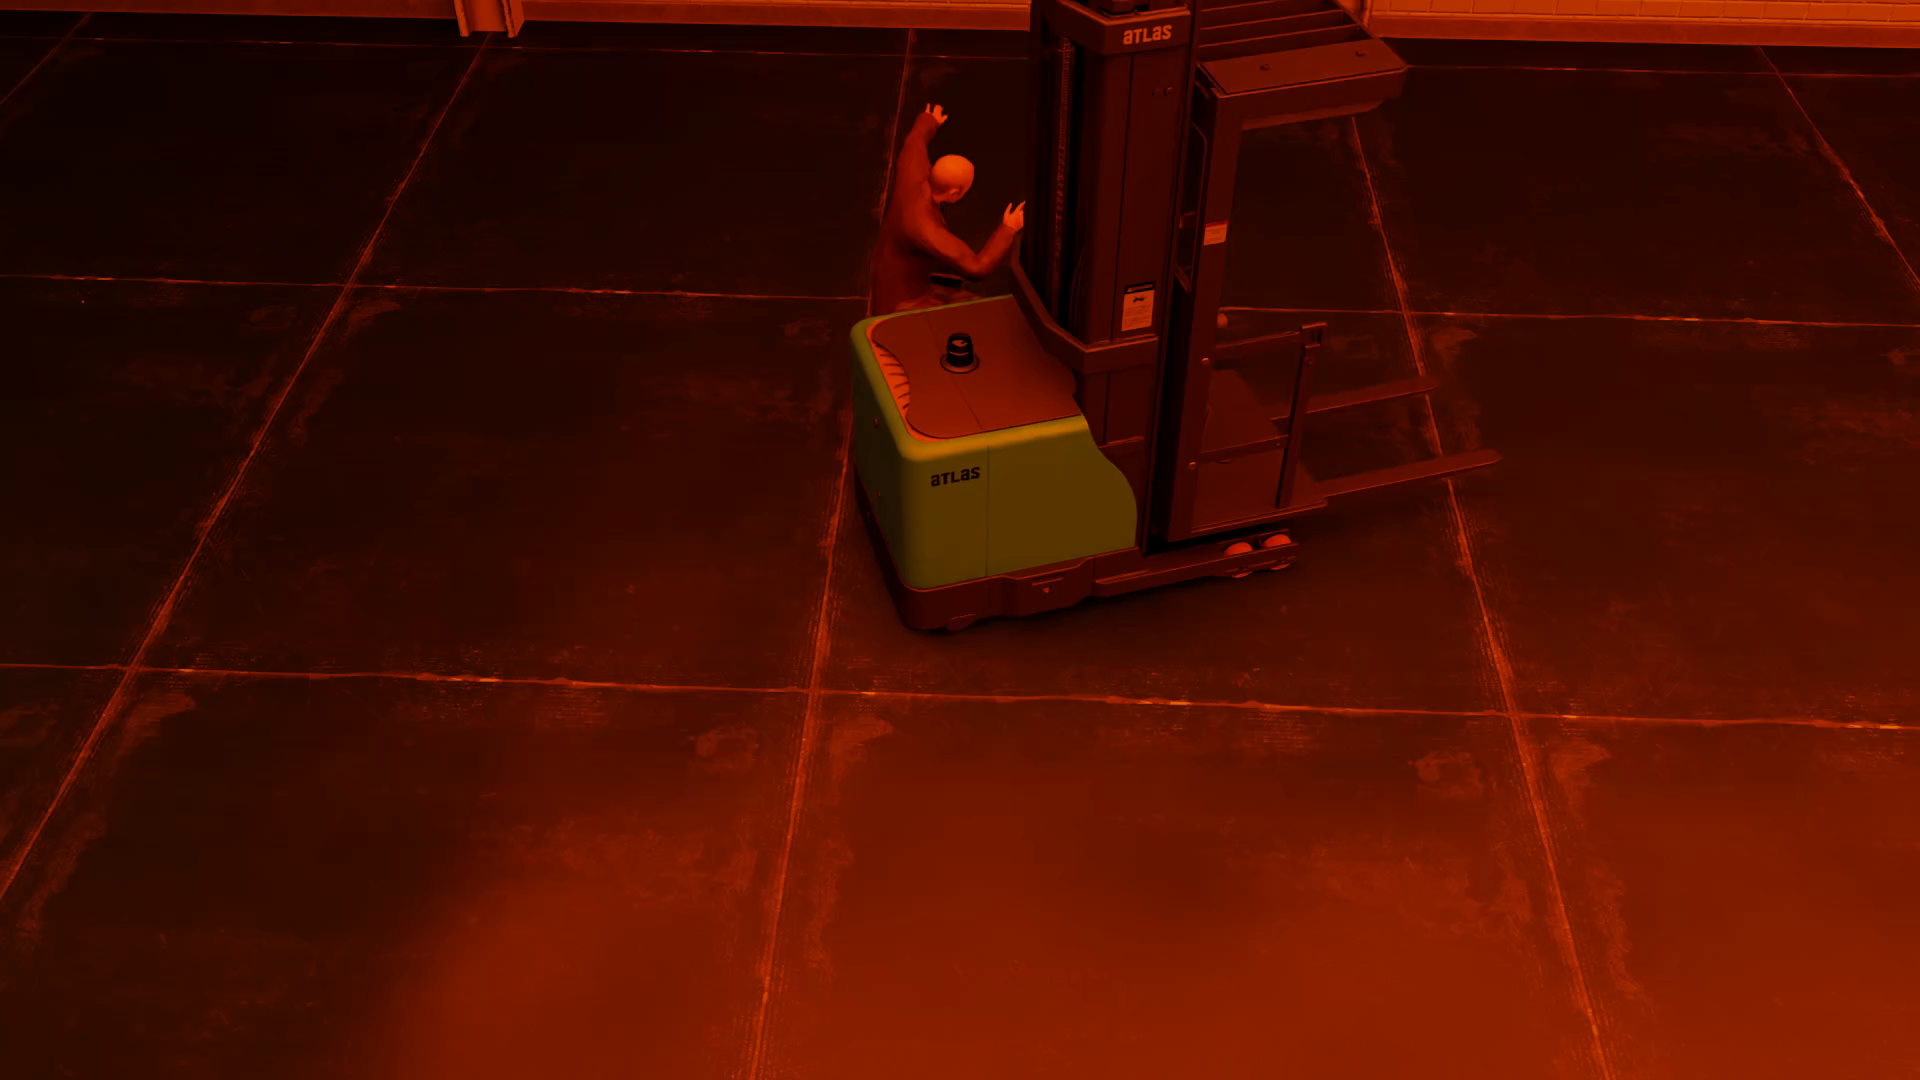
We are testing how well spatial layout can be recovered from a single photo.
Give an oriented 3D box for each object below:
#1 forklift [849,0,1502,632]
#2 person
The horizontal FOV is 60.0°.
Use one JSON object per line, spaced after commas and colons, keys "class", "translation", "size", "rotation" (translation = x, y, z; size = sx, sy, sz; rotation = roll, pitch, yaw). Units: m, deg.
{"class": "forklift", "translation": [1.070, -1.239, 7.100], "size": [3.031, 2.935, 1.130], "rotation": [-11, 44, -12]}
{"class": "person", "translation": [-0.050, -1.305, 8.286], "size": [0.785, 1.460, 1.643], "rotation": [-2, 42, -2]}
